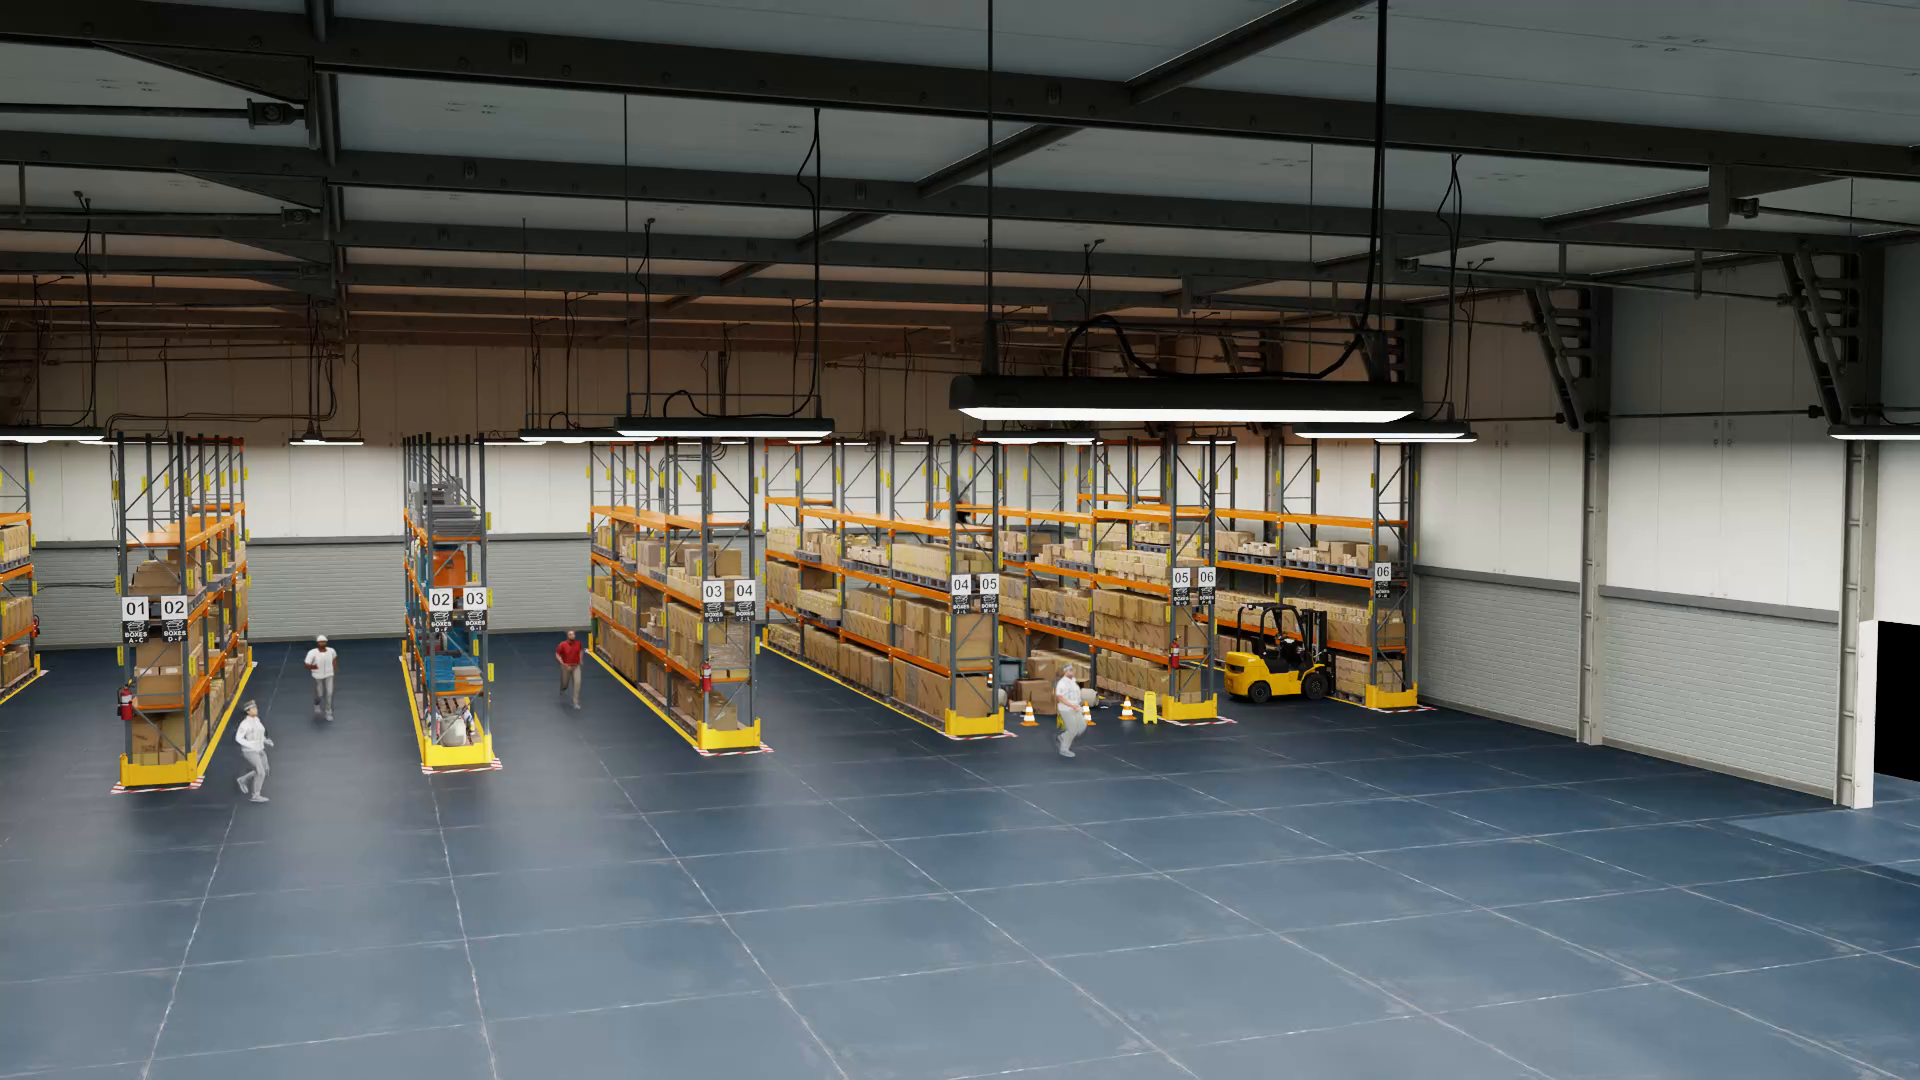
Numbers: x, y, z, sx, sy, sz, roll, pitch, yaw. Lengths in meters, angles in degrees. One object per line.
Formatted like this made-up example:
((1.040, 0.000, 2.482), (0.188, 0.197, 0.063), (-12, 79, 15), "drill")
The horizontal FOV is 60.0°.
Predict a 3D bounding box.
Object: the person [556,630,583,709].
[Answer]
((-8.637, 2.855, 36.843), (0.642, 1.714, 1.029), (-1, 3, -25), "person")

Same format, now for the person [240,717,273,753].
((-11.384, 3.130, 26.873), (0.402, 0.549, 0.479), (0, 3, 6), "person")

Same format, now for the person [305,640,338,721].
((-13.416, 2.903, 34.996), (0.702, 1.728, 0.971), (-2, 4, -34), "person")

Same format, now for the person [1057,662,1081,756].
((2.020, 3.140, 30.958), (0.425, 1.749, 0.427), (2, 4, 31), "person")

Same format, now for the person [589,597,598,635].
((-10.430, 2.169, 47.965), (0.597, 1.675, 0.662), (0, 3, -6), "person")
